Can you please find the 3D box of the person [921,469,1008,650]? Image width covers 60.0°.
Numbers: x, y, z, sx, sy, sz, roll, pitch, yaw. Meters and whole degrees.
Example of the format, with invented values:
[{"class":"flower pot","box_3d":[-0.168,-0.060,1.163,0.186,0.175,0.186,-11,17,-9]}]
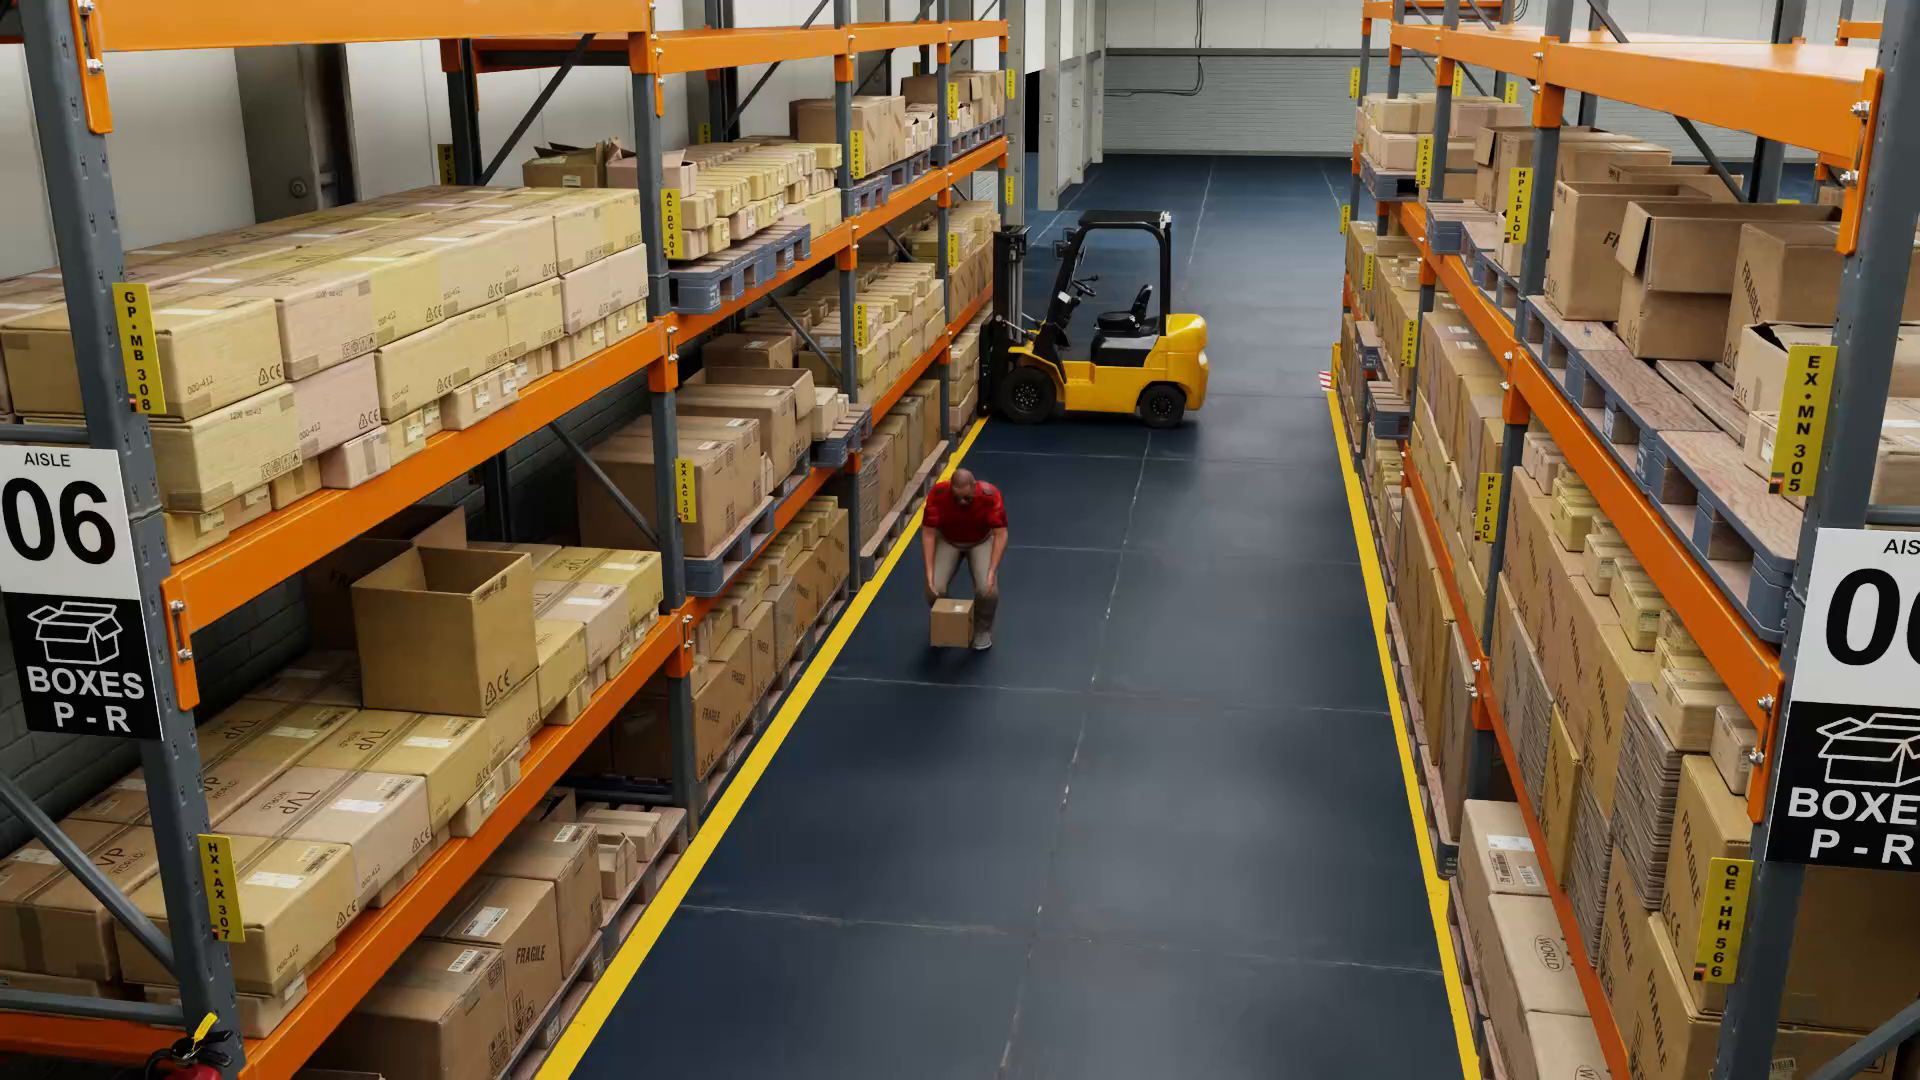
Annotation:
[{"class":"person","box_3d":[0.049,0.093,11.419,0.590,1.352,0.739,3,18,9]}]
